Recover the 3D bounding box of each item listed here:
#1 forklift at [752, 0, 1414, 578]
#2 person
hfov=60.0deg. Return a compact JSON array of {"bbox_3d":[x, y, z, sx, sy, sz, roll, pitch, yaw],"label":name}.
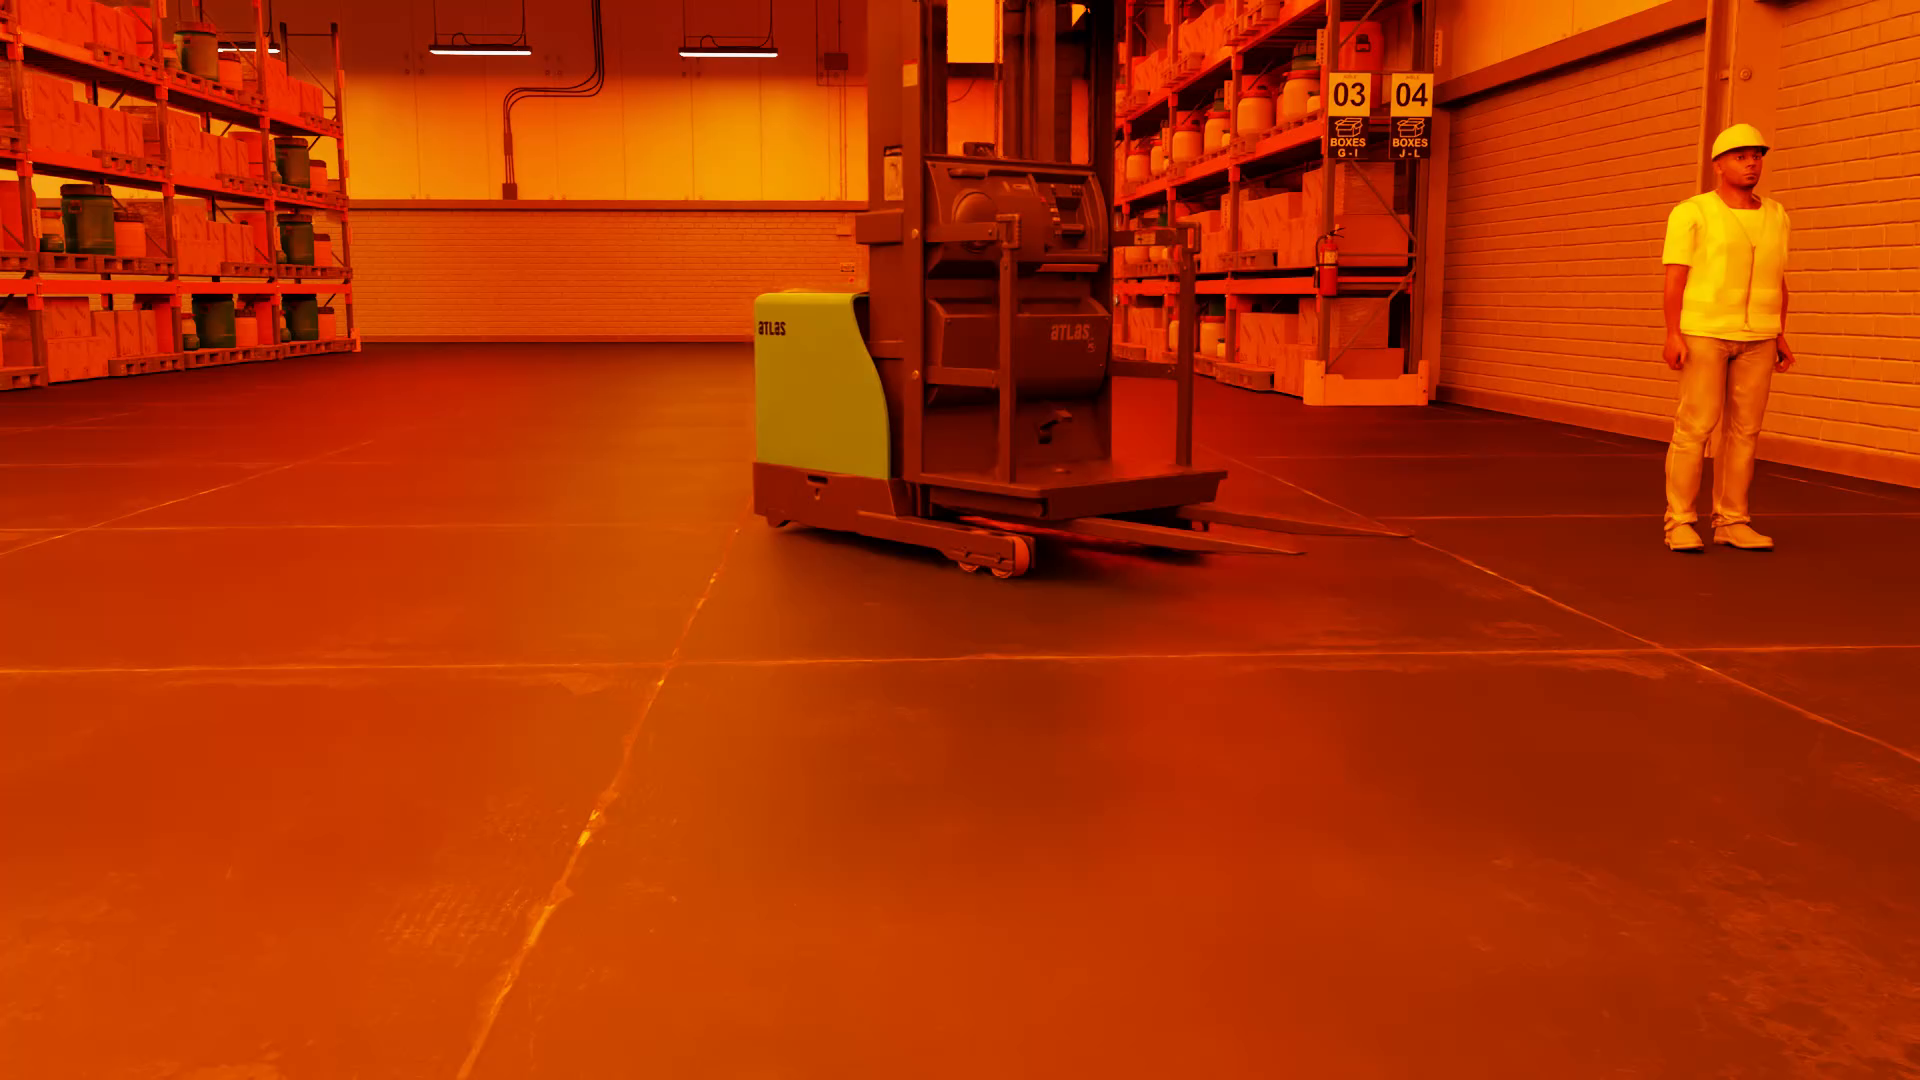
[{"bbox_3d":[0.385,-1.386,6.667,1.130,2.935,3.031,-7,11,-40],"label":"forklift"},{"bbox_3d":[3.242,-0.845,6.994,0.556,1.770,0.392,-1,8,-6],"label":"person"}]
